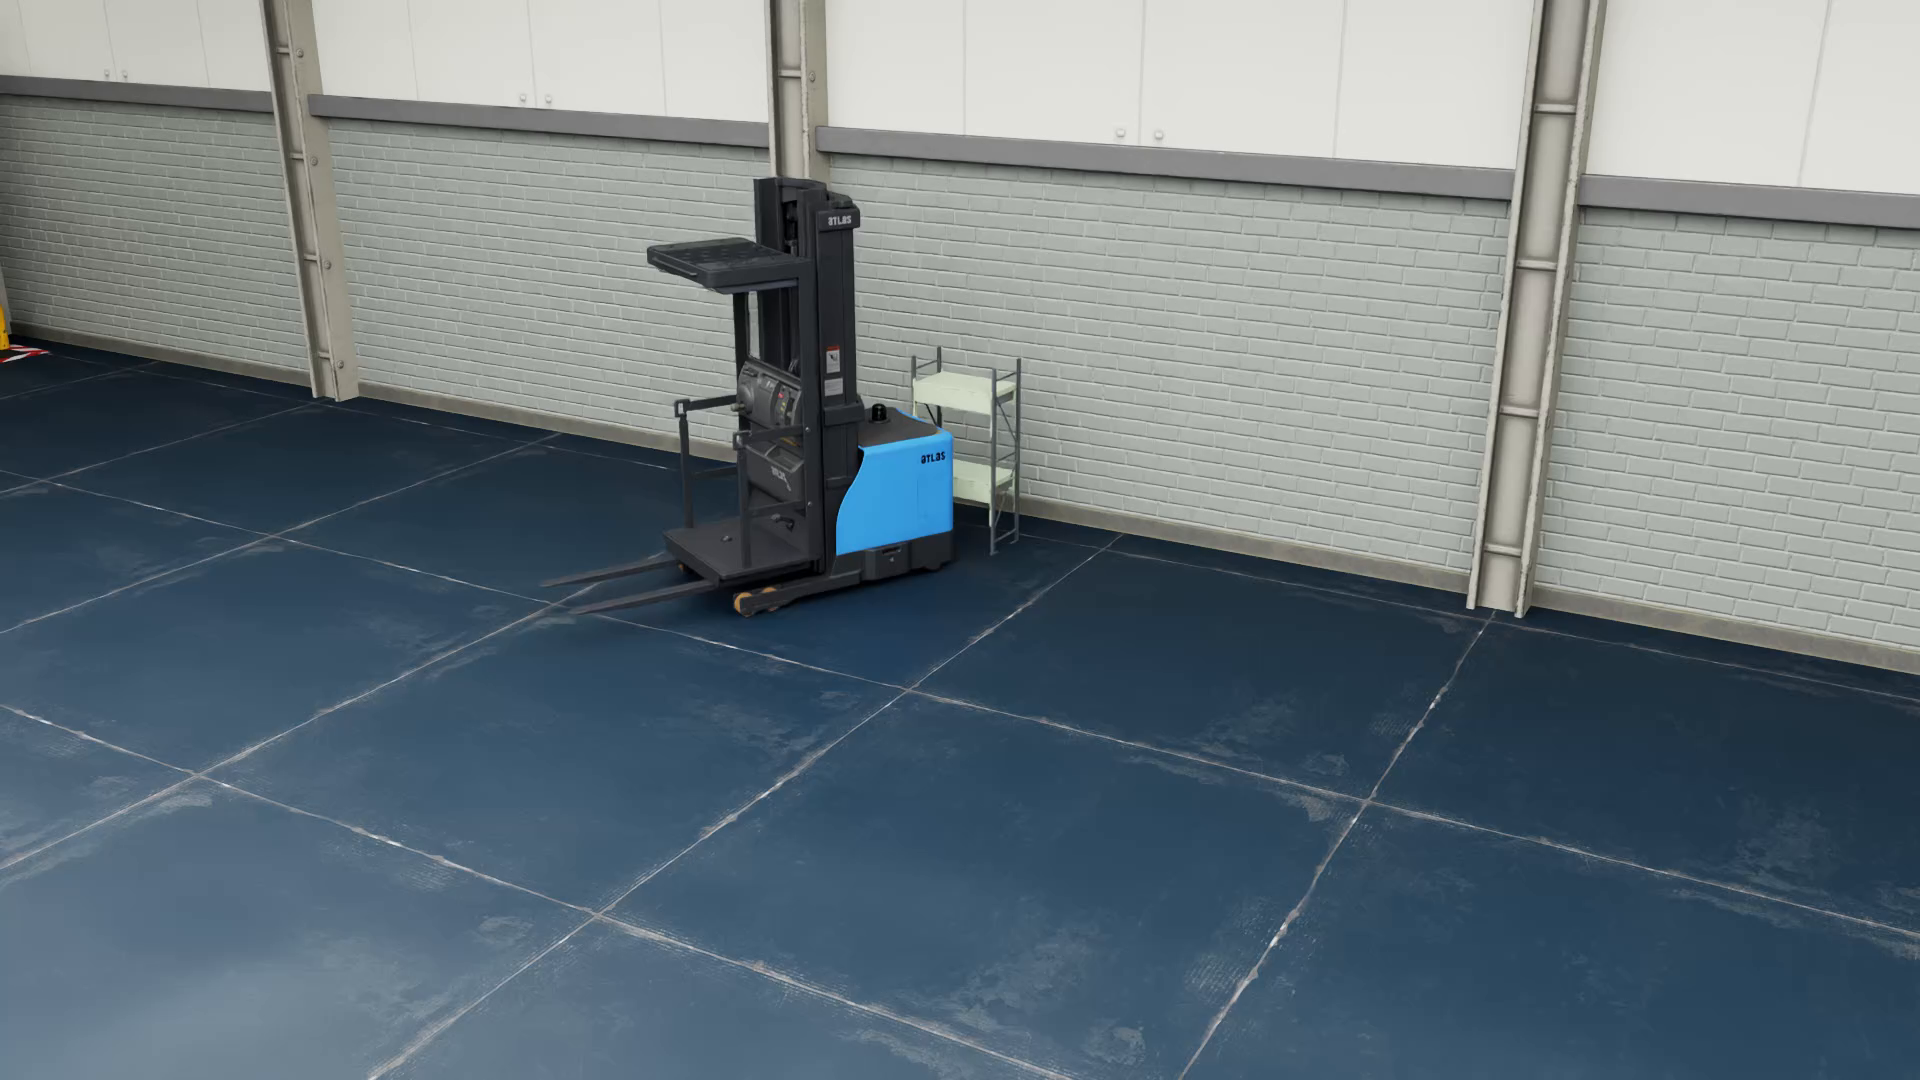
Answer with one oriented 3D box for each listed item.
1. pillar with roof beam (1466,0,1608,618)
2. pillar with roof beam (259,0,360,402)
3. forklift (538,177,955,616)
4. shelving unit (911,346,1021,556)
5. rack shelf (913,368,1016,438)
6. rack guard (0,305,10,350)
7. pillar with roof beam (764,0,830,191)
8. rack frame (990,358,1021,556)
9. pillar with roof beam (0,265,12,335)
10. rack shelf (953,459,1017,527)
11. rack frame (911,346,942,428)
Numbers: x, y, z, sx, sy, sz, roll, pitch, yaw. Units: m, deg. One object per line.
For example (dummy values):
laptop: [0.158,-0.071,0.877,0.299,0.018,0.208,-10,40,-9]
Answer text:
pillar with roof beam: [1.804,-2.471,6.982,0.400,9.000,9.100,11,23,27]
pillar with roof beam: [-8.672,-4.467,12.483,0.400,9.000,9.100,11,23,27]
forklift: [-1.554,-1.038,11.928,3.031,2.935,1.130,-12,23,-31]
shelving unit: [0.047,-0.709,13.121,0.755,1.500,0.431,12,23,30]
rack shelf: [0.047,-1.076,12.988,0.720,0.370,0.431,12,23,30]
rack guard: [-11.621,-2.363,19.147,0.348,0.500,1.175,11,23,27]
pillar with roof beam: [-3.434,-3.469,9.733,0.400,9.000,9.100,11,23,27]
rack frame: [0.356,-0.642,12.936,0.023,1.500,0.400,12,23,30]
pillar with roof beam: [-13.910,-5.465,15.234,0.400,9.000,9.100,11,23,27]
rack shelf: [0.047,-0.403,13.232,0.720,0.370,0.431,12,23,30]
rack frame: [-0.262,-0.776,13.306,0.023,1.500,0.400,12,23,30]
